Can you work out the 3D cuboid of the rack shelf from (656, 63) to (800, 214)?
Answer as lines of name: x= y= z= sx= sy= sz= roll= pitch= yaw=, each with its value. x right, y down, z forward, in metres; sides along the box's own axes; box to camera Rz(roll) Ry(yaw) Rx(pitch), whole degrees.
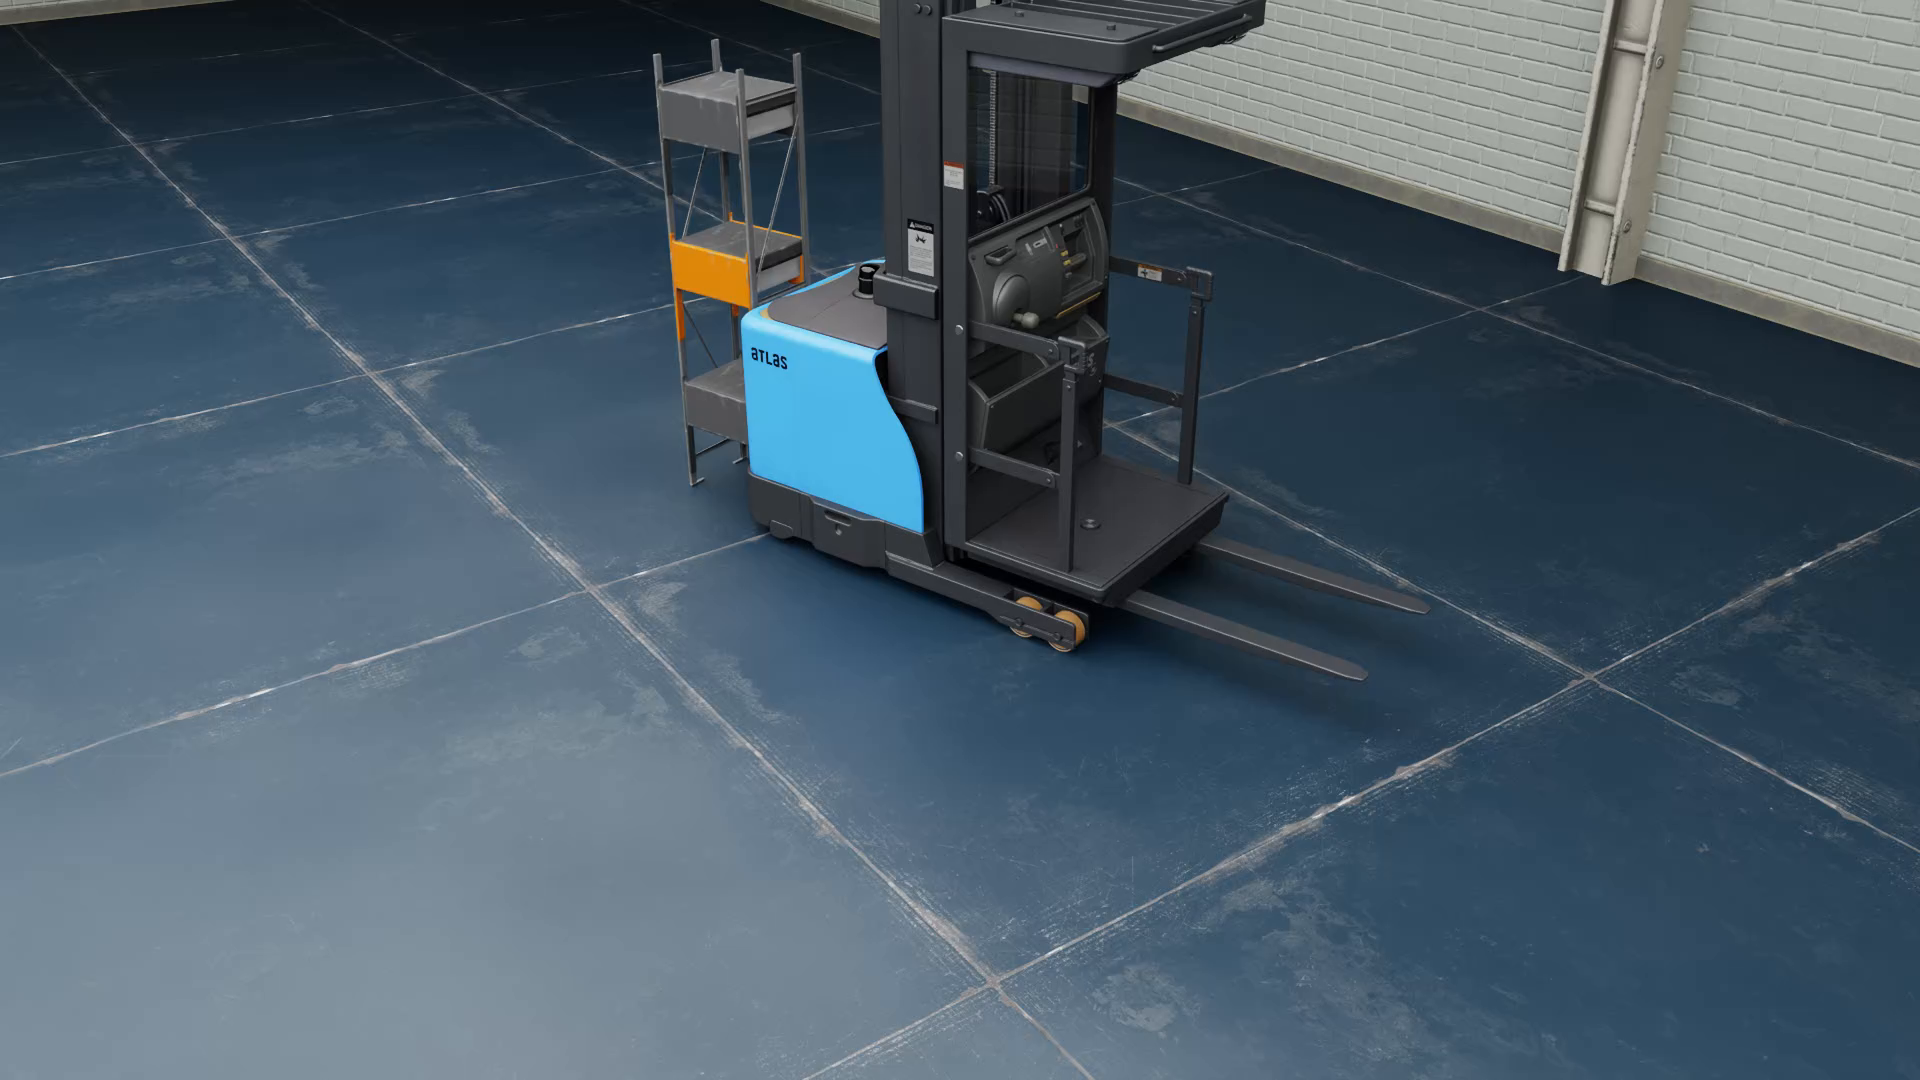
rack shelf: x=-1.017 y=-1.800 z=7.426 sx=0.480 sy=0.518 sz=0.431 roll=19 pitch=34 yaw=31

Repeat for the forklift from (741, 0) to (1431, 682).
forklift: x=0.503 y=-1.113 z=6.728 sx=3.031 sy=2.935 sz=1.130 roll=19 pitch=34 yaw=31

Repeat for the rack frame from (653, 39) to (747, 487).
rack frame: x=-1.214 y=-1.266 z=7.880 sx=0.015 sy=2.100 sz=0.400 roll=19 pitch=34 yaw=31

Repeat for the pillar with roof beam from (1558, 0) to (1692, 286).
pillar with roof beam: x=0.708 y=-4.532 z=6.666 sx=9.100 sy=9.000 sz=0.400 roll=-19 pitch=34 yaw=-31

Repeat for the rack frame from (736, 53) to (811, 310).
rack frame: x=-0.819 y=-1.128 z=7.628 sx=0.015 sy=2.100 sz=0.400 roll=19 pitch=34 yaw=31

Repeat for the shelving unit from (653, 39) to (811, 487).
shelving unit: x=-1.017 y=-1.197 z=7.754 sx=0.503 sy=2.100 sz=0.431 roll=19 pitch=34 yaw=31

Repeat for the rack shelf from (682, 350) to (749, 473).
rack shelf: x=-1.017 y=-0.570 z=8.094 sx=0.480 sy=0.518 sz=0.431 roll=19 pitch=34 yaw=31

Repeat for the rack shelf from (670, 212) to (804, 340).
rack shelf: x=-1.017 y=-1.185 z=7.760 sx=0.480 sy=0.518 sz=0.431 roll=19 pitch=34 yaw=31
